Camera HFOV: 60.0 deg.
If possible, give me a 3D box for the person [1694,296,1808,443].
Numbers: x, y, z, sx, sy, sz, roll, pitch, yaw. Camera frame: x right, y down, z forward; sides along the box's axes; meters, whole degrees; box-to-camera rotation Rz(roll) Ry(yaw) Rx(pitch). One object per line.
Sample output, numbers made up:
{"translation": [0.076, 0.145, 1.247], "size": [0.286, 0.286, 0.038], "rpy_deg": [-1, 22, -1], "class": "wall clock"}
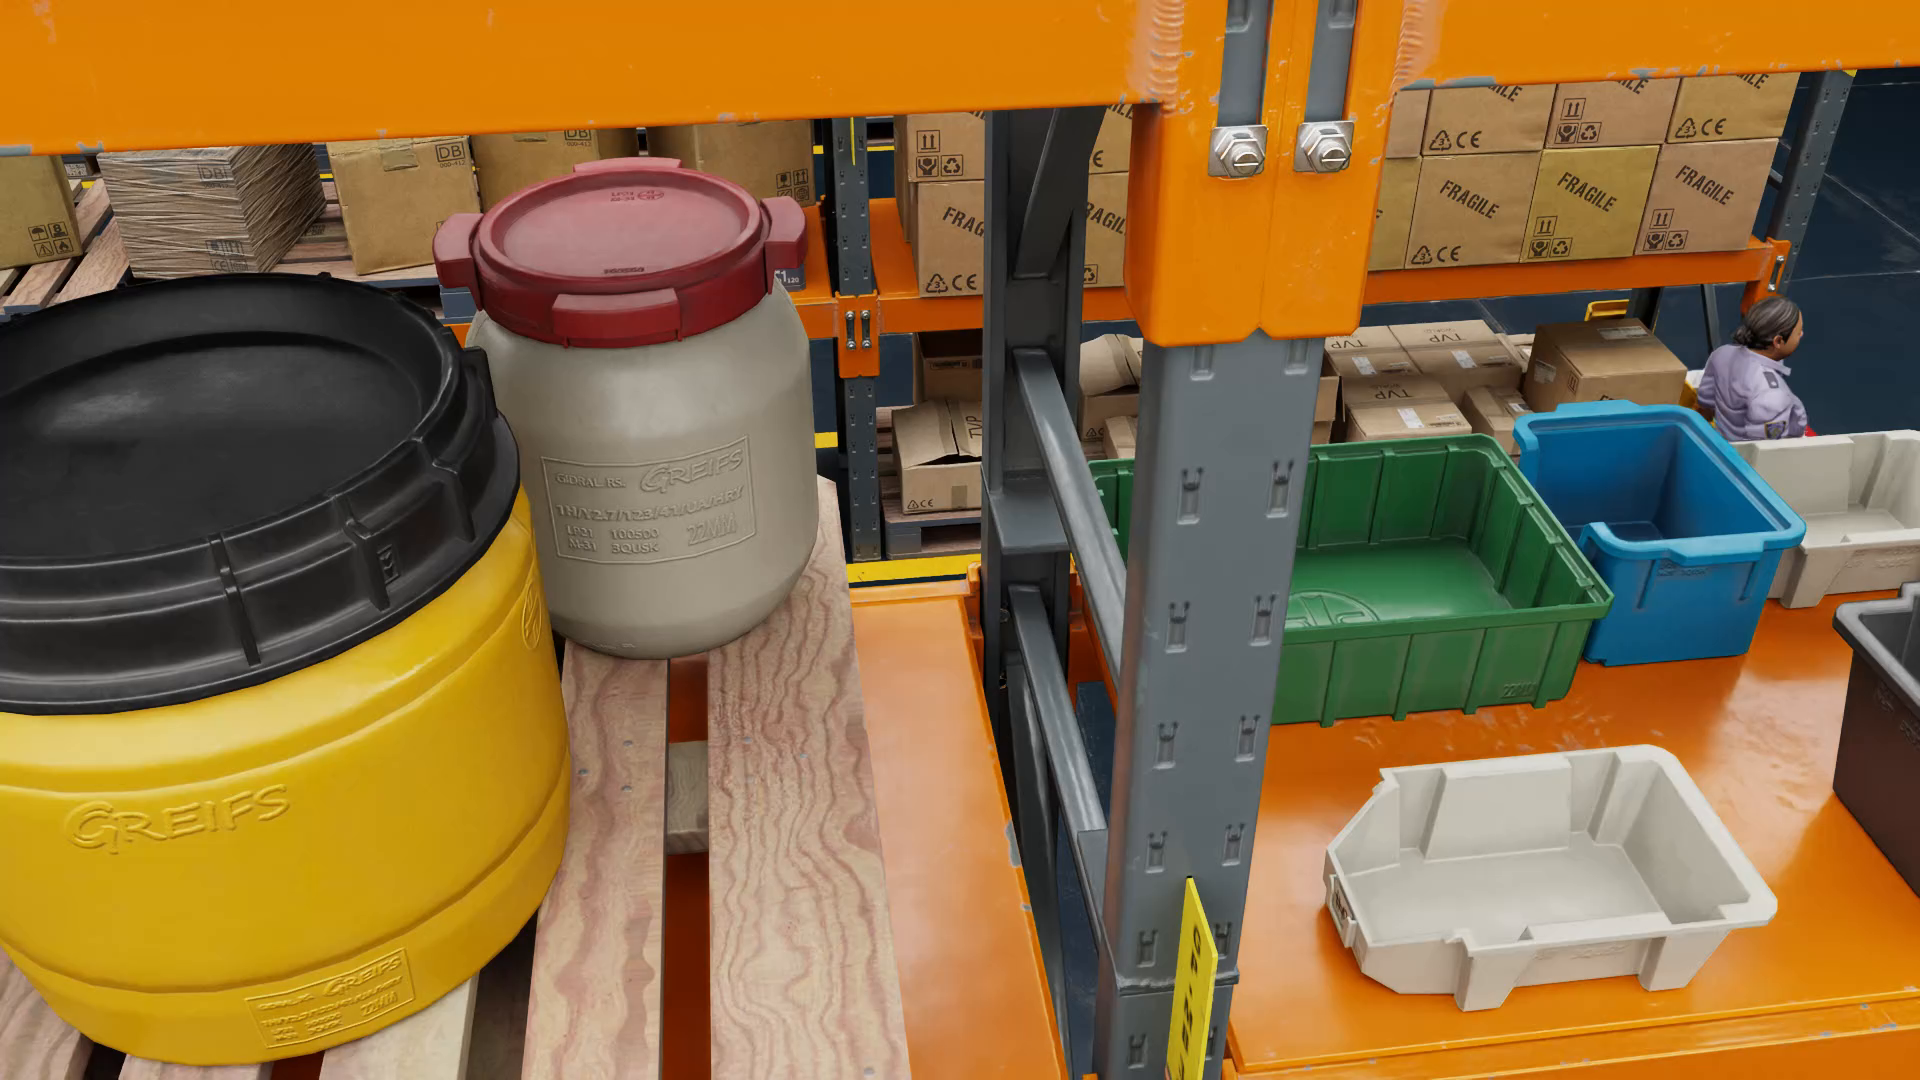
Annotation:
{"translation": [2.936, -0.202, 6.428], "size": [0.863, 1.597, 0.496], "rpy_deg": [1, 35, 2], "class": "person"}
